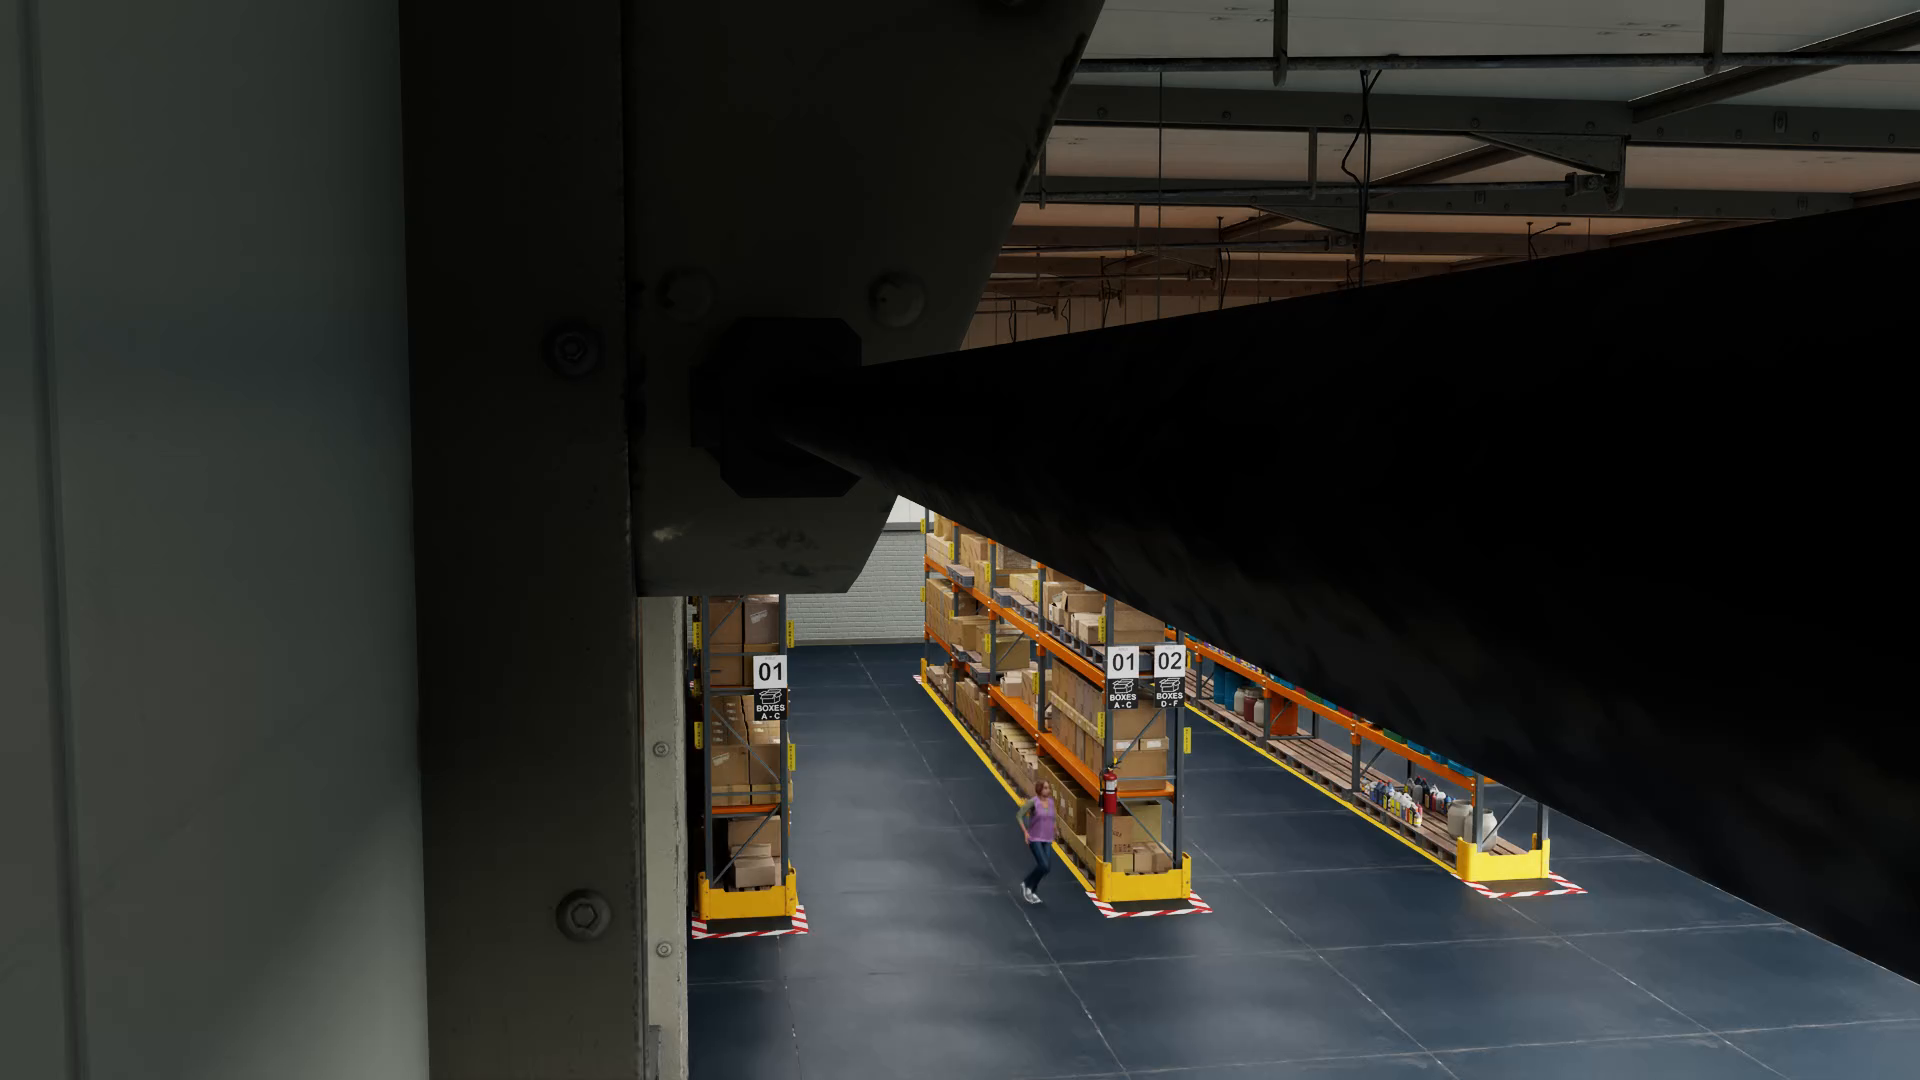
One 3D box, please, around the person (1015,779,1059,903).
[{"bbox_3d":[1.016,3.742,20.620,0.503,1.557,0.537,-3,6,-34],"label":"person"}]
